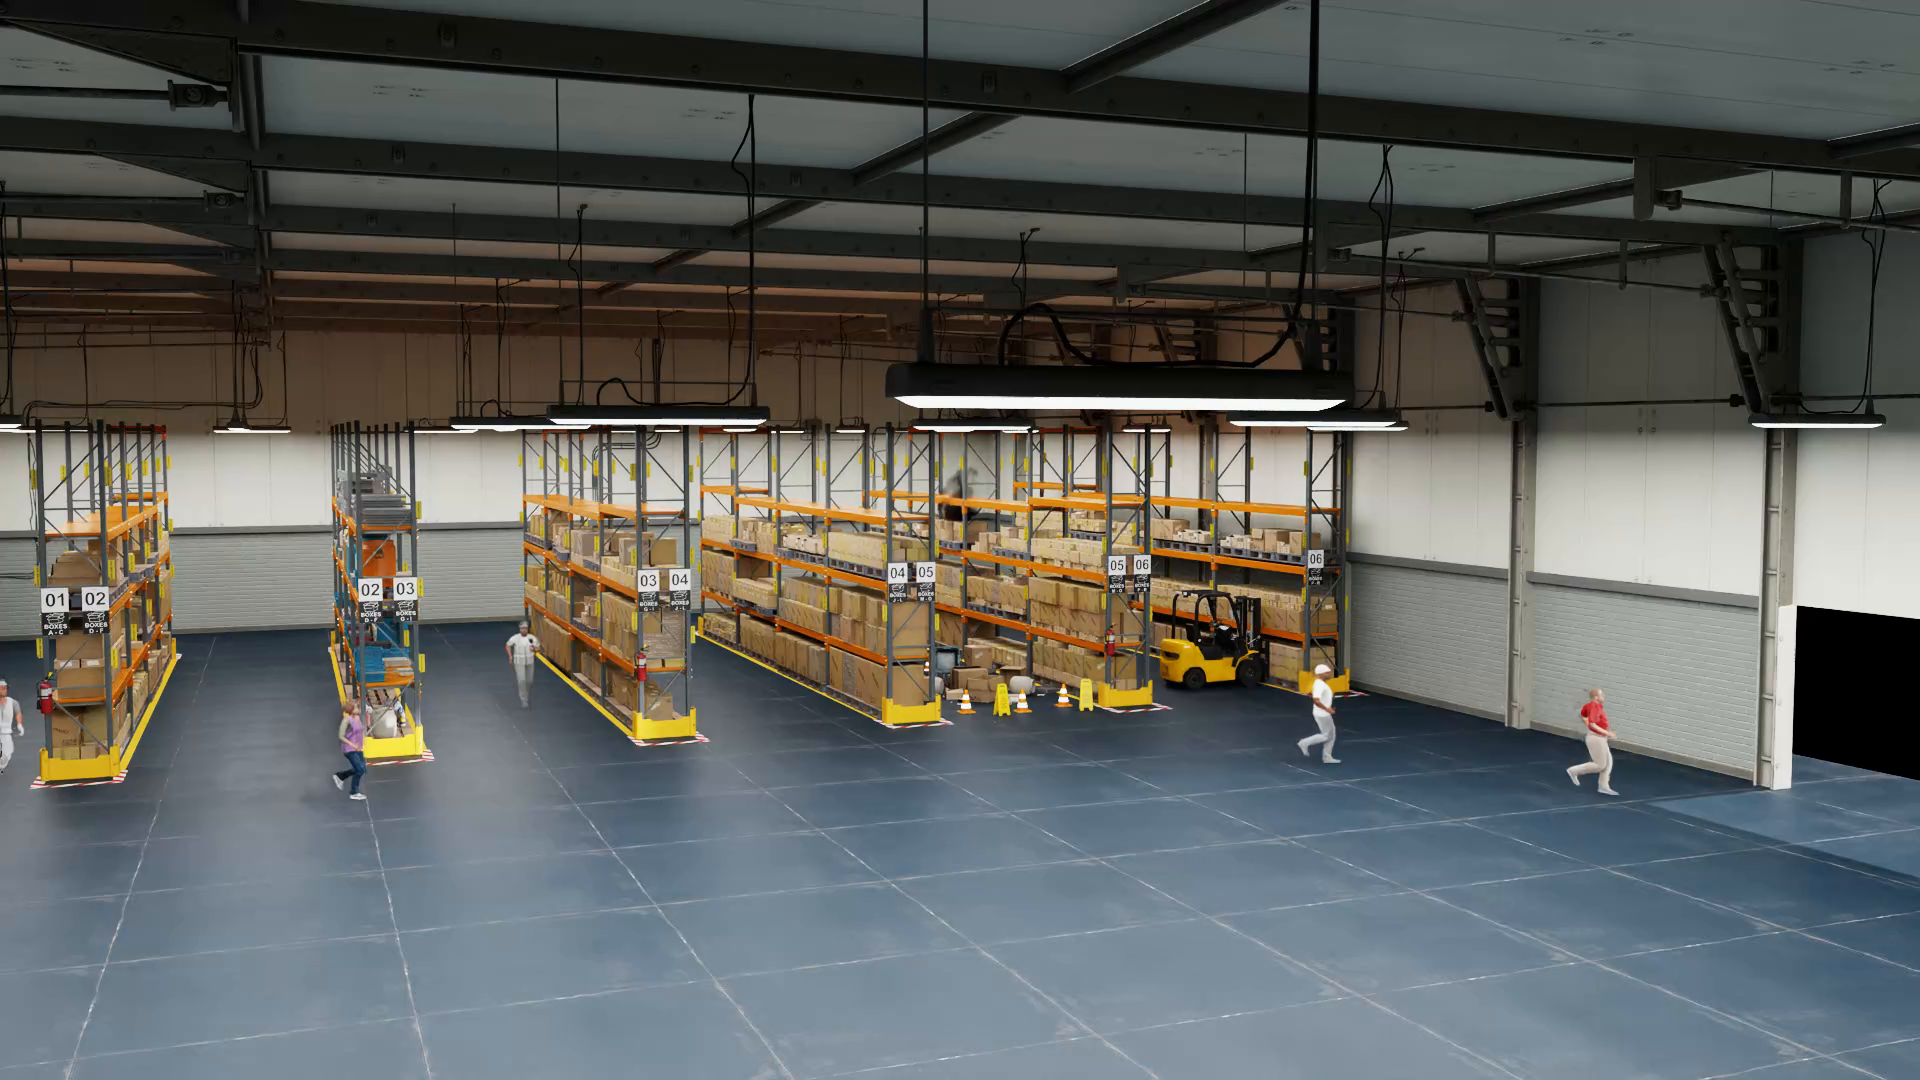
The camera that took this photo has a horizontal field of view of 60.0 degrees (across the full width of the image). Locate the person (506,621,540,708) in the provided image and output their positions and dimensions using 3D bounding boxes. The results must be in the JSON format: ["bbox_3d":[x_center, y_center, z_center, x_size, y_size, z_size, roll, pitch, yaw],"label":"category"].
[{"bbox_3d":[-9.240,2.609,35.270,0.658,1.782,0.976,-2,4,-29],"label":"person"}]

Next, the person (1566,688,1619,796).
[{"bbox_3d":[10.130,3.225,26.597,0.816,1.717,0.663,1,4,15],"label":"person"}]

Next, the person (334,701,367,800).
[{"bbox_3d":[-9.634,3.306,26.191,0.575,1.552,0.583,0,4,7],"label":"person"}]

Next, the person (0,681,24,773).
[{"bbox_3d":[-15.579,3.161,27.007,0.510,1.737,0.734,3,5,44],"label":"person"}]

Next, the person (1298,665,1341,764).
[{"bbox_3d":[6.296,3.040,29.063,0.749,1.734,0.691,1,4,14],"label":"person"}]
